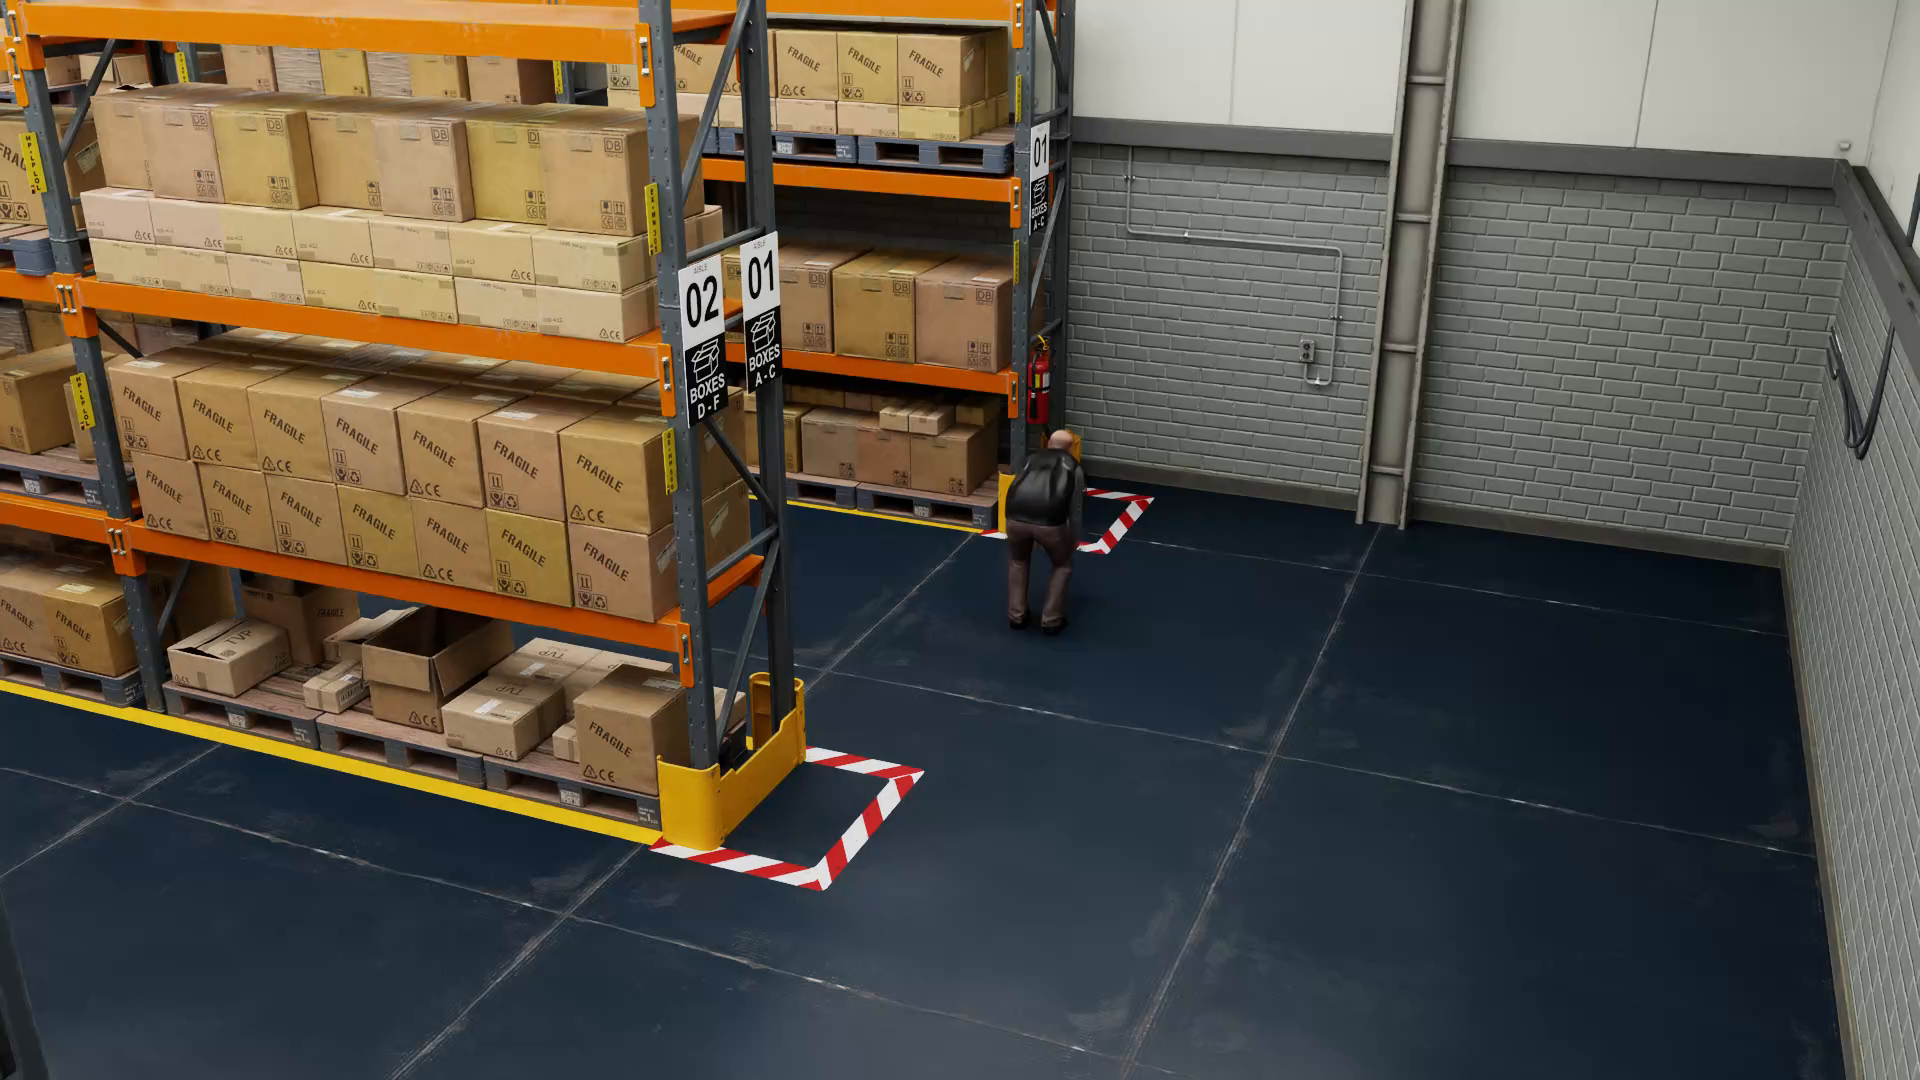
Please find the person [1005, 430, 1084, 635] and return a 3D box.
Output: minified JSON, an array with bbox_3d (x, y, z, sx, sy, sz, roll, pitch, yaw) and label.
[{"bbox_3d":[0.608,-0.057,11.698,0.476,1.276,0.909,8,23,18],"label":"person"}]
